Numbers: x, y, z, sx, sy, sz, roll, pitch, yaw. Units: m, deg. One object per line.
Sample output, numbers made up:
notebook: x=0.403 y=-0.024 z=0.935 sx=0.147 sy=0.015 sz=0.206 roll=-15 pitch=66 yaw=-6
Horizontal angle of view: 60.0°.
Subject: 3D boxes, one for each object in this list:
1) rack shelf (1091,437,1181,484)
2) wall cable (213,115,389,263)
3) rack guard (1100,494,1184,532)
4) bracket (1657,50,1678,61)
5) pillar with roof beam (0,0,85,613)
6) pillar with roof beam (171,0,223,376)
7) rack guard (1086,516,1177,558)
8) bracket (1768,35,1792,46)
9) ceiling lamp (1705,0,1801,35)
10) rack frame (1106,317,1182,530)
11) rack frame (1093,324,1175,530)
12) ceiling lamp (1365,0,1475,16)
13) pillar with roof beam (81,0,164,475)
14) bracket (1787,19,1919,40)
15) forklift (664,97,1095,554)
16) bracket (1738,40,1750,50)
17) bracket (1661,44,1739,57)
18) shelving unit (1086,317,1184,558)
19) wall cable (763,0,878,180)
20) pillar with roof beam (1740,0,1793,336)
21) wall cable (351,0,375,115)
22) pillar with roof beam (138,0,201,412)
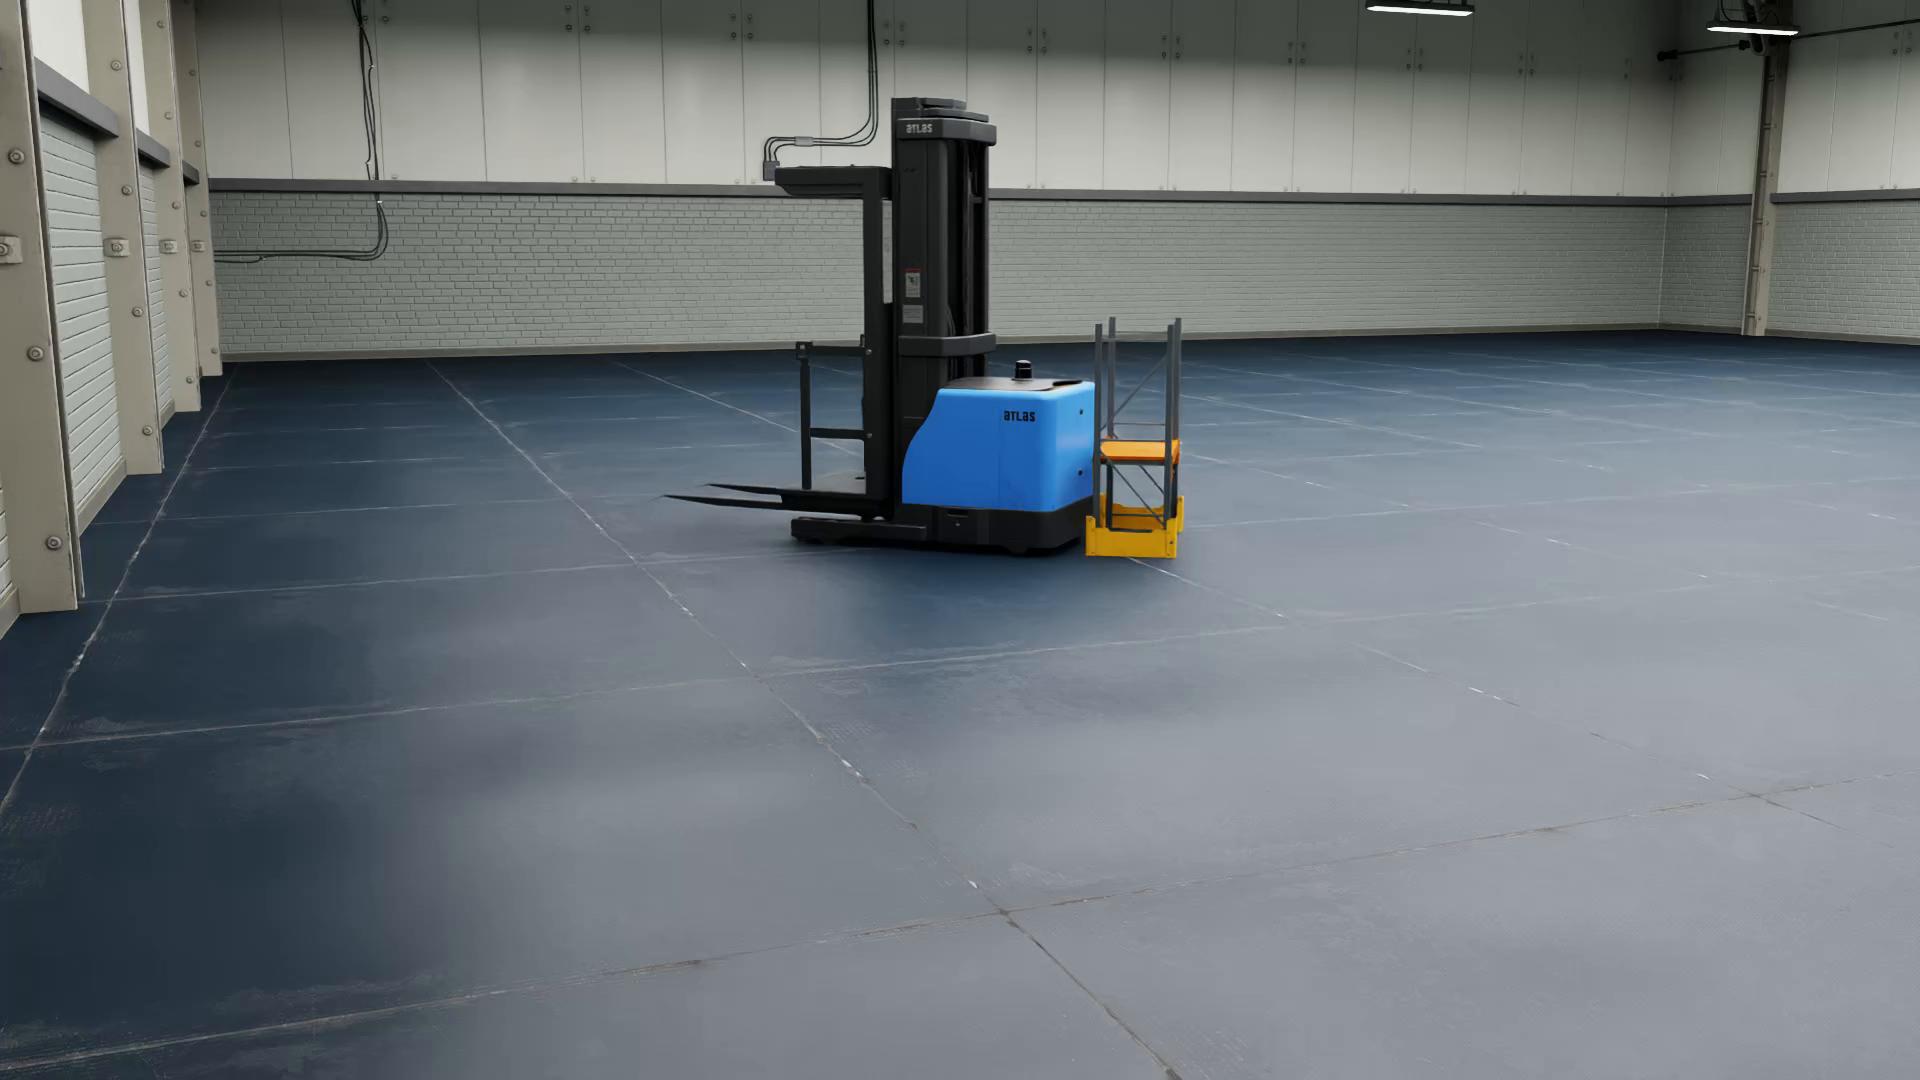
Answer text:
rack shelf: x=1.201 y=-0.546 z=11.236 sx=0.538 sy=0.185 sz=1.000 roll=2 pitch=10 yaw=10
wall cable: x=-11.488 y=-6.040 z=28.548 sx=3.097 sy=2.526 sz=0.112 roll=-4 pitch=11 yaw=-21
rack guard: x=1.286 y=-0.192 z=11.788 sx=0.587 sy=0.250 sz=0.087 roll=2 pitch=10 yaw=10
bracket: x=16.366 y=-11.207 z=38.453 sx=0.235 sy=0.232 sz=0.430 roll=-4 pitch=11 yaw=-21
pillar with roof beam: x=-1.117 y=-4.339 z=10.120 sx=9.100 sy=9.000 sz=0.400 roll=-4 pitch=11 yaw=-21
pillar with roof beam: x=-7.640 y=-7.277 z=26.637 sx=9.100 sy=9.000 sz=0.548 roll=-4 pitch=11 yaw=-21
rack guard: x=1.114 y=-0.021 z=10.823 sx=0.587 sy=0.250 sz=0.087 roll=2 pitch=10 yaw=10
bracket: x=17.526 y=-10.685 z=35.517 sx=0.235 sy=0.232 sz=0.430 roll=-4 pitch=11 yaw=-21
ceiling lamp: x=14.483 y=-10.932 z=30.513 sx=2.000 sy=3.185 sz=0.800 roll=-4 pitch=11 yaw=-21
rack frame: x=1.289 y=-0.811 z=11.698 sx=0.500 sy=1.500 sz=0.032 roll=2 pitch=10 yaw=10
rack frame: x=1.113 y=-0.636 z=10.712 sx=0.500 sy=1.500 sz=0.032 roll=2 pitch=10 yaw=10
ceiling lamp: x=7.642 y=-10.466 z=27.894 sx=2.000 sy=3.185 sz=0.800 roll=-4 pitch=11 yaw=-21
pillar with roof beam: x=-3.292 y=-5.319 z=15.625 sx=9.100 sy=9.000 sz=0.400 roll=-4 pitch=11 yaw=-21
bracket: x=18.460 y=-10.265 z=33.152 sx=0.076 sy=0.066 sz=4.783 roll=-4 pitch=11 yaw=-21
forklift: x=-0.608 y=-1.497 z=11.466 sx=3.031 sy=2.935 sz=1.130 roll=4 pitch=11 yaw=22
bracket: x=17.225 y=-10.821 z=36.278 sx=0.235 sy=0.232 sz=0.430 roll=-4 pitch=11 yaw=-21
bracket: x=16.580 y=-11.111 z=37.911 sx=0.076 sy=0.066 sz=3.189 roll=-4 pitch=11 yaw=-21
shelving unit: x=1.200 y=-0.722 z=11.196 sx=0.587 sy=1.500 sz=1.083 roll=2 pitch=10 yaw=10
wall cable: x=-2.634 y=-9.843 z=31.351 sx=2.305 sy=6.003 sz=0.169 roll=-4 pitch=11 yaw=-21
pillar with roof beam: x=13.694 y=-8.730 z=34.803 sx=9.100 sy=9.000 sz=0.548 roll=-4 pitch=11 yaw=-21
wall cable: x=-8.966 y=-8.698 z=29.071 sx=3.097 sy=2.526 sz=0.112 roll=-4 pitch=11 yaw=-21
pillar with roof beam: x=-5.466 y=-6.298 z=21.131 sx=9.100 sy=9.000 sz=0.400 roll=-4 pitch=11 yaw=-21
